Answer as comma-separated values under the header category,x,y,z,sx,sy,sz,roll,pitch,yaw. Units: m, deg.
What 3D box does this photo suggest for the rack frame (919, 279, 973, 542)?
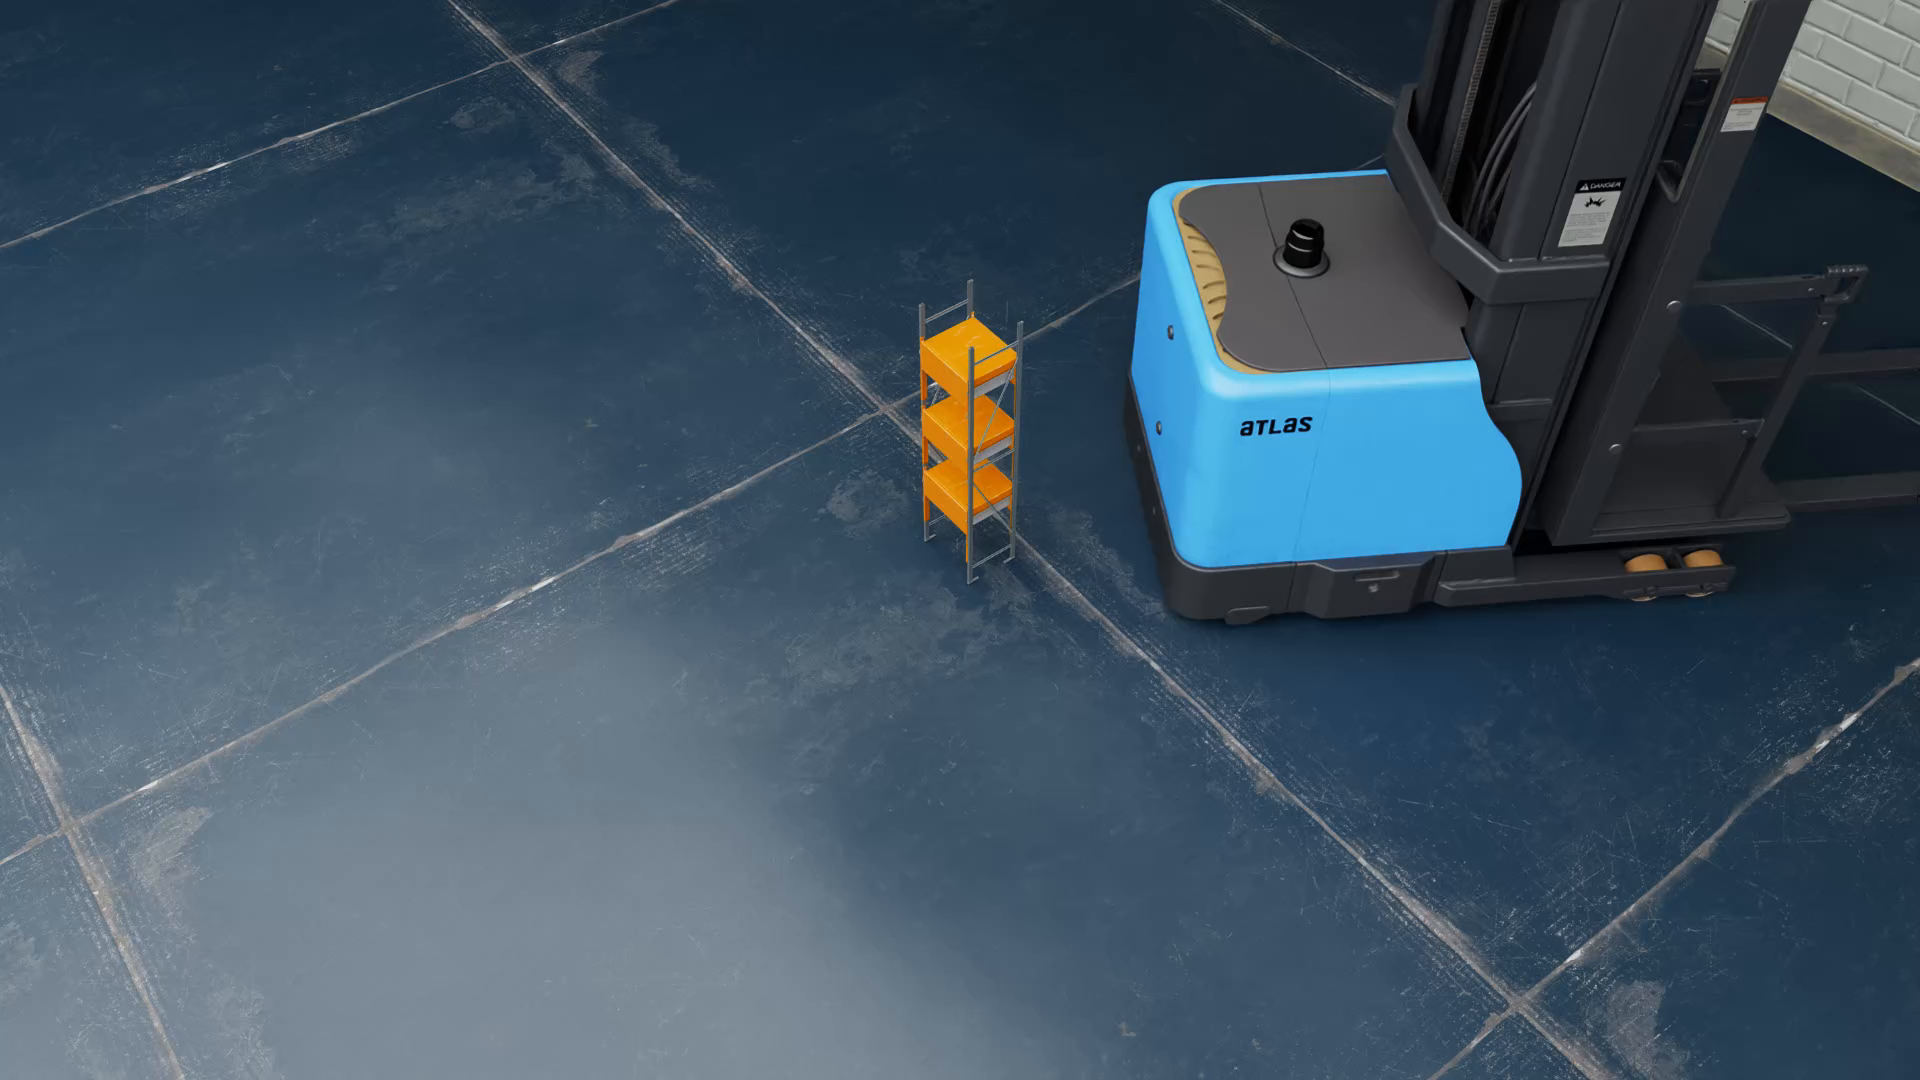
category,x,y,z,sx,sy,sz,roll,pitch,yaw
rack frame,-0.041,-0.393,5.398,0.200,1.050,0.008,-29,54,-24

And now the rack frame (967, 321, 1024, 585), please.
category,x,y,z,sx,sy,sz,roll,pitch,yaw
rack frame,0.106,-0.249,5.267,0.200,1.050,0.008,-29,54,-24

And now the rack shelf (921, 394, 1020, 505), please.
category,x,y,z,sx,sy,sz,roll,pitch,yaw
rack shelf,0.032,-0.314,5.340,0.215,0.259,0.240,-29,54,-24

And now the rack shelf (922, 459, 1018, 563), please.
category,x,y,z,sx,sy,sz,roll,pitch,yaw
rack shelf,0.032,-0.127,5.546,0.215,0.259,0.240,-29,54,-24

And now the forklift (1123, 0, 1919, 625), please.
category,x,y,z,sx,sy,sz,roll,pitch,yaw
forklift,2.141,-1.168,4.831,3.031,2.935,1.130,-4,48,-4

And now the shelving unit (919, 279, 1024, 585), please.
category,x,y,z,sx,sy,sz,roll,pitch,yaw
shelving unit,0.032,-0.321,5.332,0.215,1.050,0.252,-29,54,-24

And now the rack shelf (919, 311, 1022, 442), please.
category,x,y,z,sx,sy,sz,roll,pitch,yaw
rack shelf,0.032,-0.505,5.130,0.215,0.259,0.240,-29,54,-24
